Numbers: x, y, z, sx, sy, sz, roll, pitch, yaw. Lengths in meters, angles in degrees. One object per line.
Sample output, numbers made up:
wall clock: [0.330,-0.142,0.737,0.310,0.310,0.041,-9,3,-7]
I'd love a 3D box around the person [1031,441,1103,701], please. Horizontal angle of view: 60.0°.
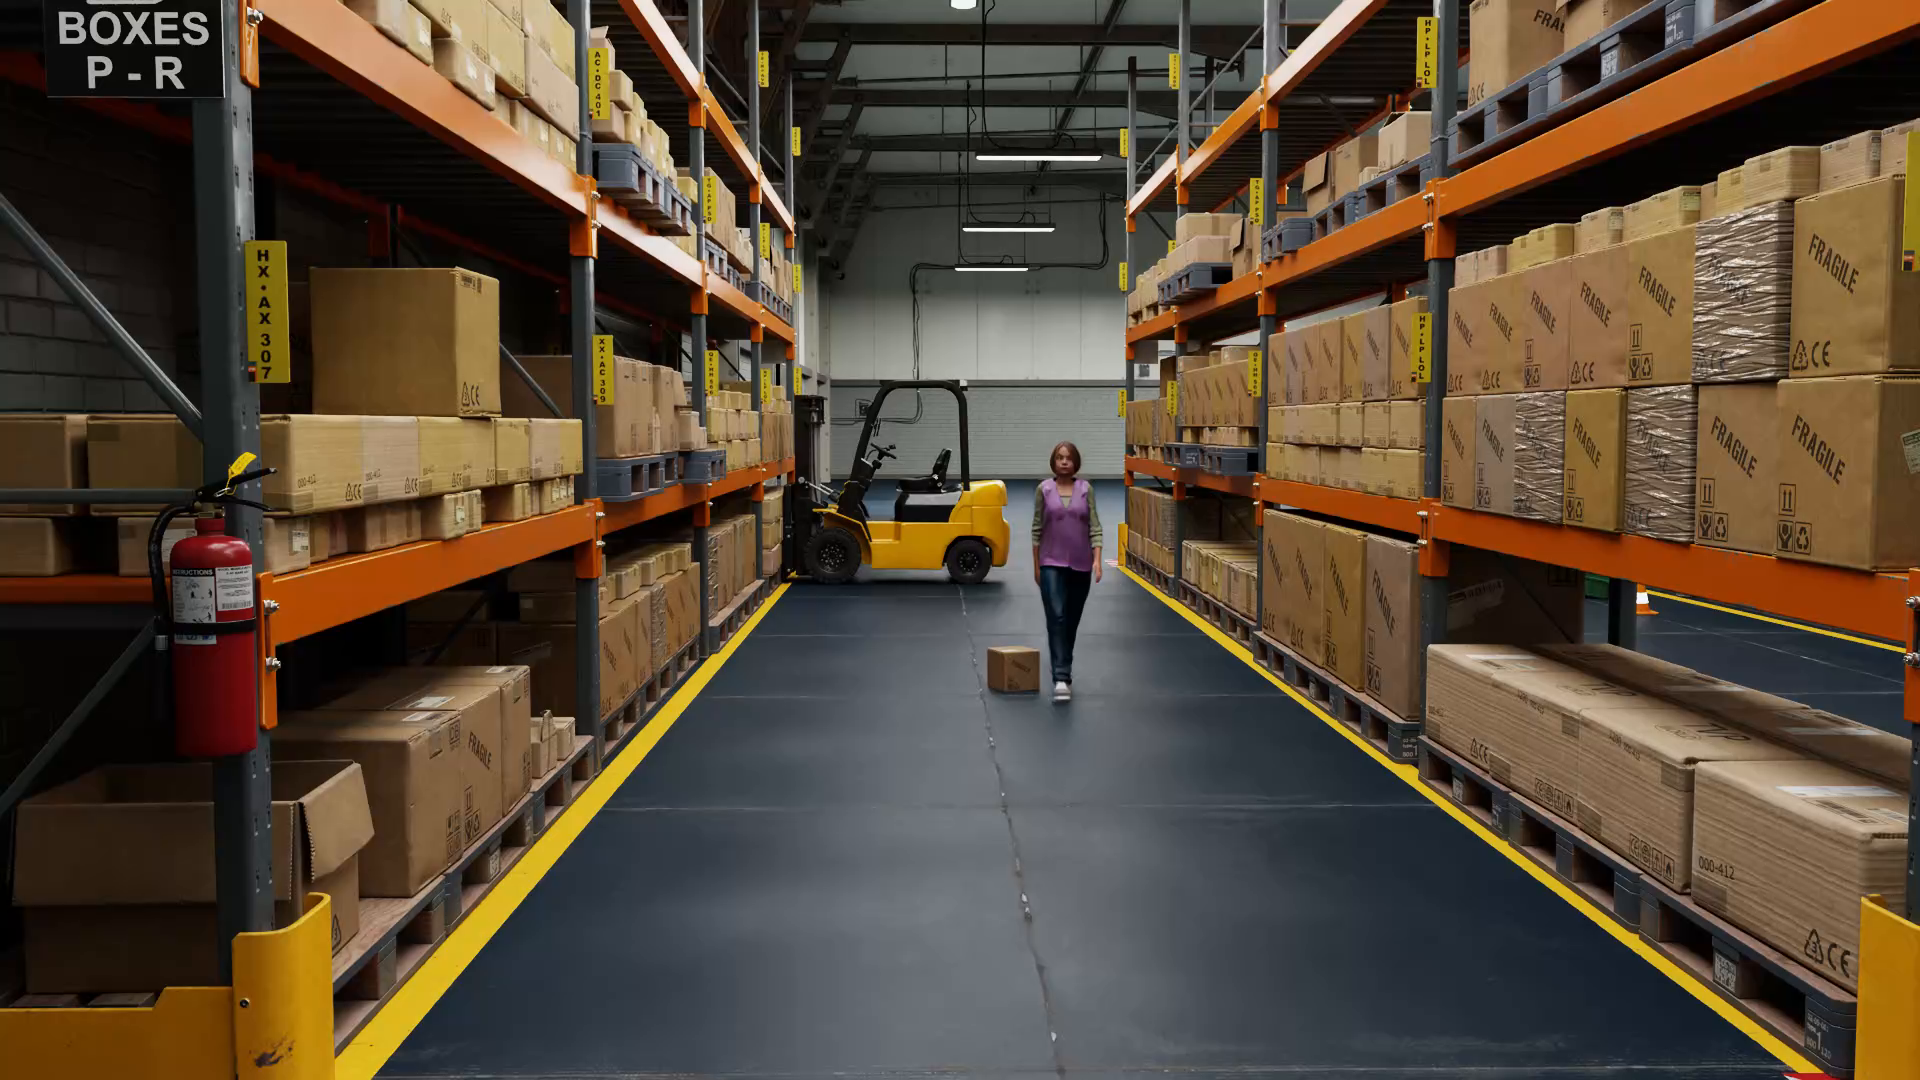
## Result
person: [0.669,0.161,10.256,0.418,1.542,0.937,0,4,-7]
